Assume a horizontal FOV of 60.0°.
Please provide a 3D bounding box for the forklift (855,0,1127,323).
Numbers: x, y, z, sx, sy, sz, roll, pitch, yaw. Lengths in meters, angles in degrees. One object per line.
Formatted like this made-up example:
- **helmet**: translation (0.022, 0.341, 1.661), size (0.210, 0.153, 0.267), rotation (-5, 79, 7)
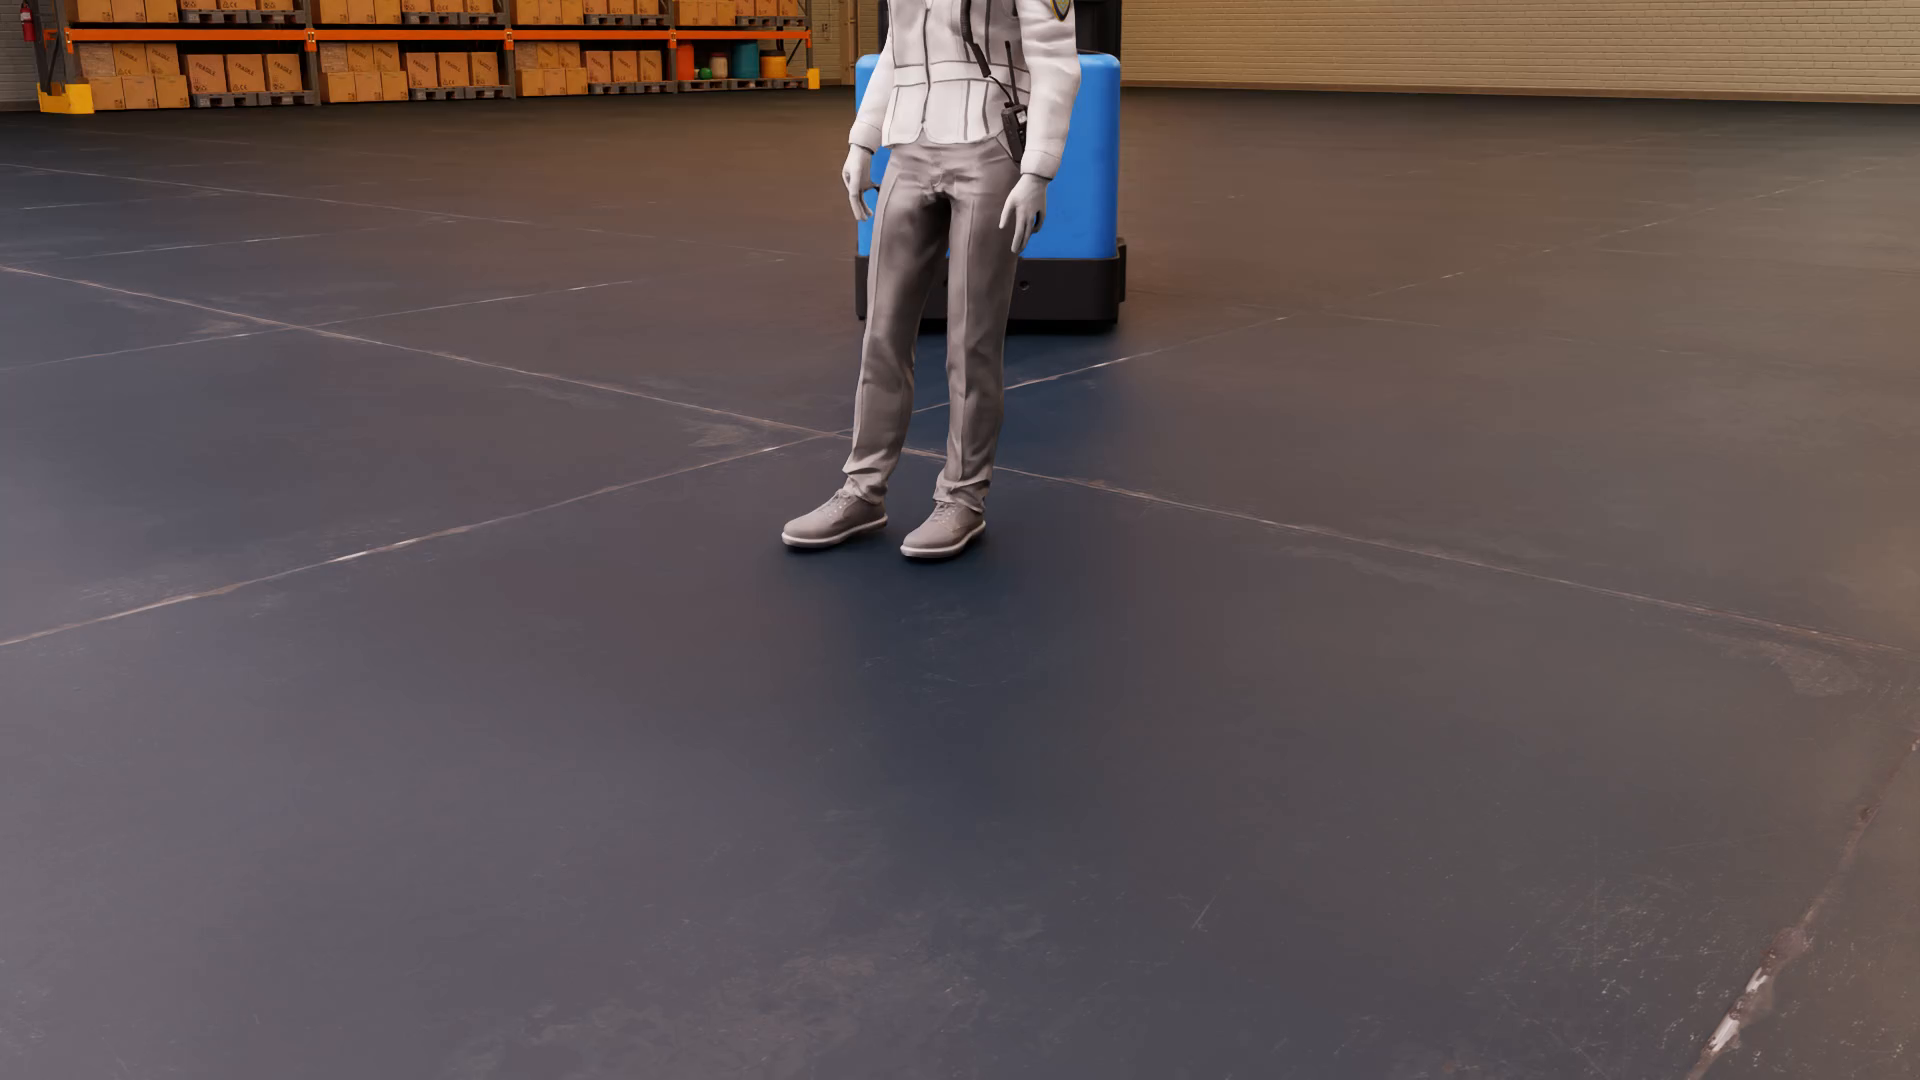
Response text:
- **forklift**: translation (0.193, -2.642, 7.598), size (1.130, 2.935, 3.031), rotation (1, 17, 3)

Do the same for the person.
- **person**: translation (-0.049, -0.804, 3.647), size (0.588, 1.695, 0.531), rotation (13, 21, 37)
